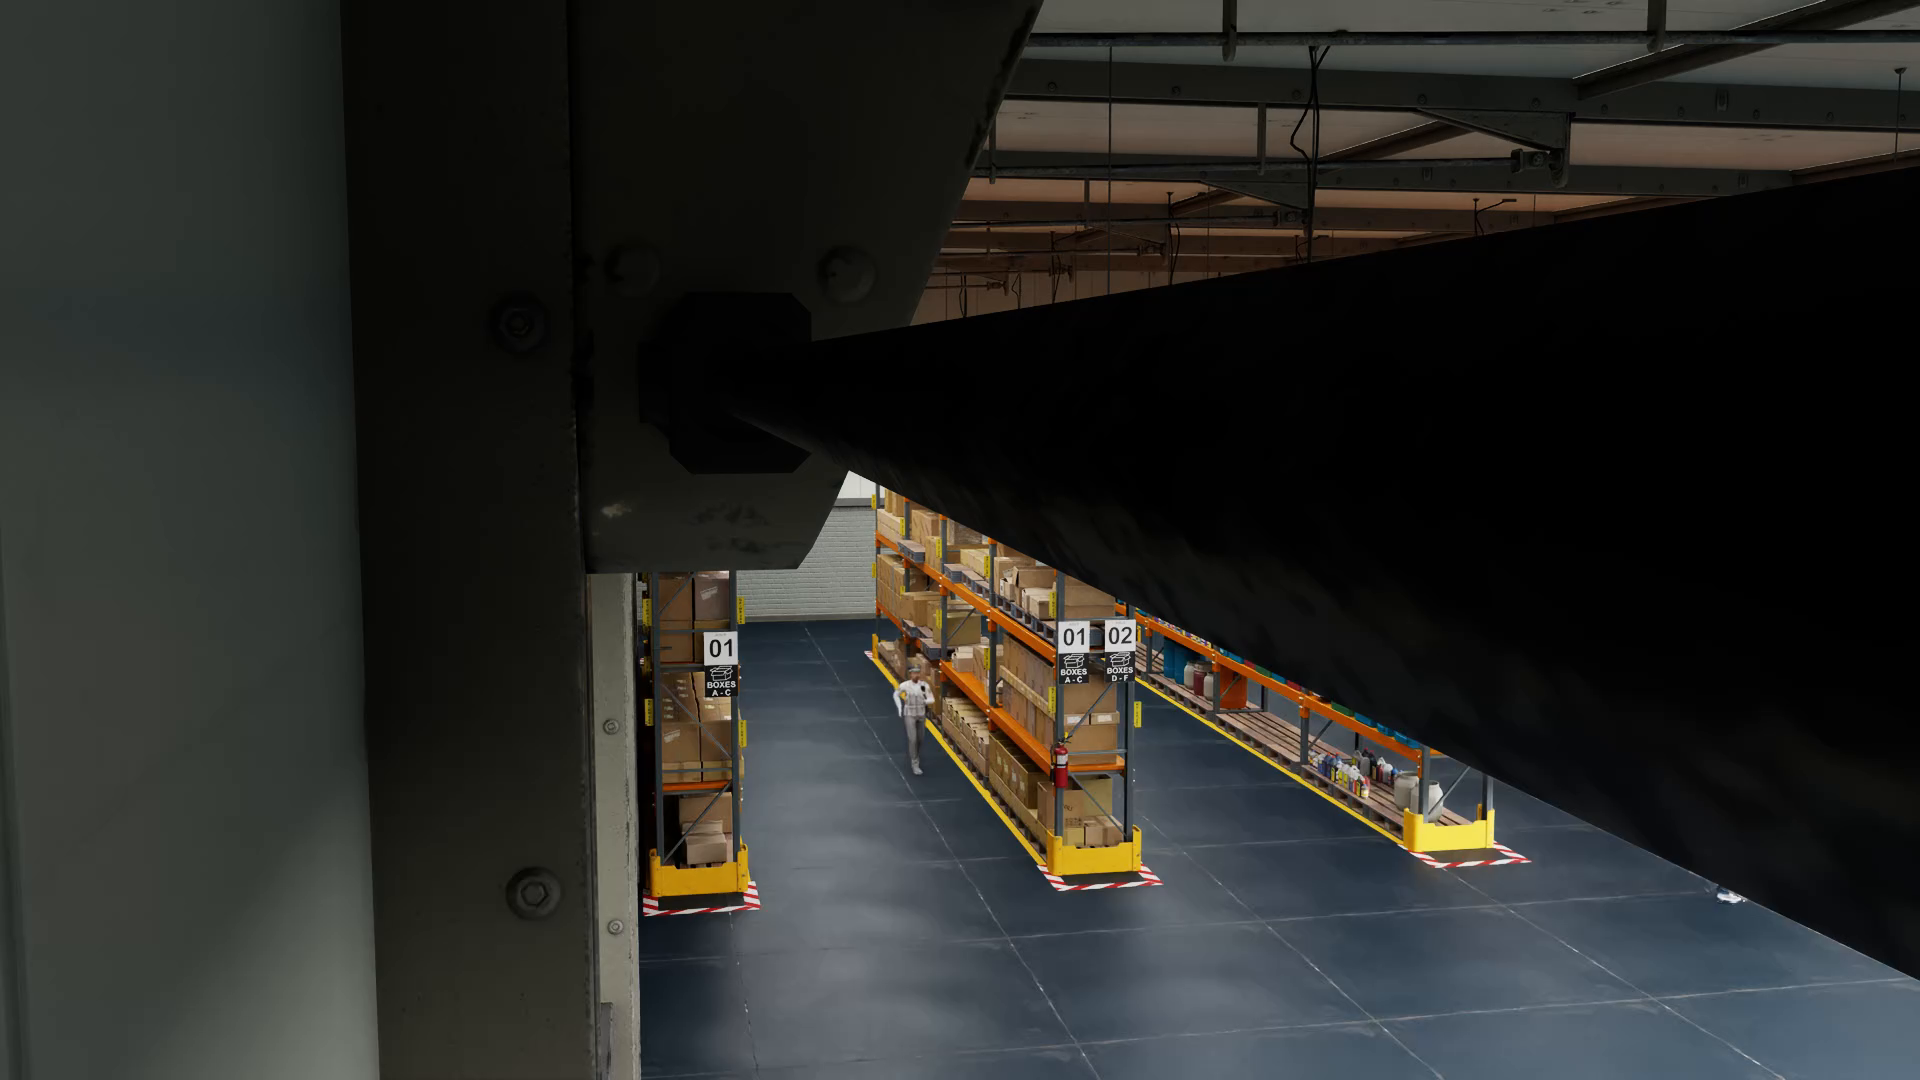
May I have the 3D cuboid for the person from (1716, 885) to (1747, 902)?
[{"bbox_3d":[9.296,3.525,19.649,0.614,1.594,0.516,2,6,18],"label":"person"}]

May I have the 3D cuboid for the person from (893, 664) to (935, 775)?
[{"bbox_3d":[-0.704,2.776,26.196,0.611,1.681,0.916,-2,6,-16],"label":"person"}]
